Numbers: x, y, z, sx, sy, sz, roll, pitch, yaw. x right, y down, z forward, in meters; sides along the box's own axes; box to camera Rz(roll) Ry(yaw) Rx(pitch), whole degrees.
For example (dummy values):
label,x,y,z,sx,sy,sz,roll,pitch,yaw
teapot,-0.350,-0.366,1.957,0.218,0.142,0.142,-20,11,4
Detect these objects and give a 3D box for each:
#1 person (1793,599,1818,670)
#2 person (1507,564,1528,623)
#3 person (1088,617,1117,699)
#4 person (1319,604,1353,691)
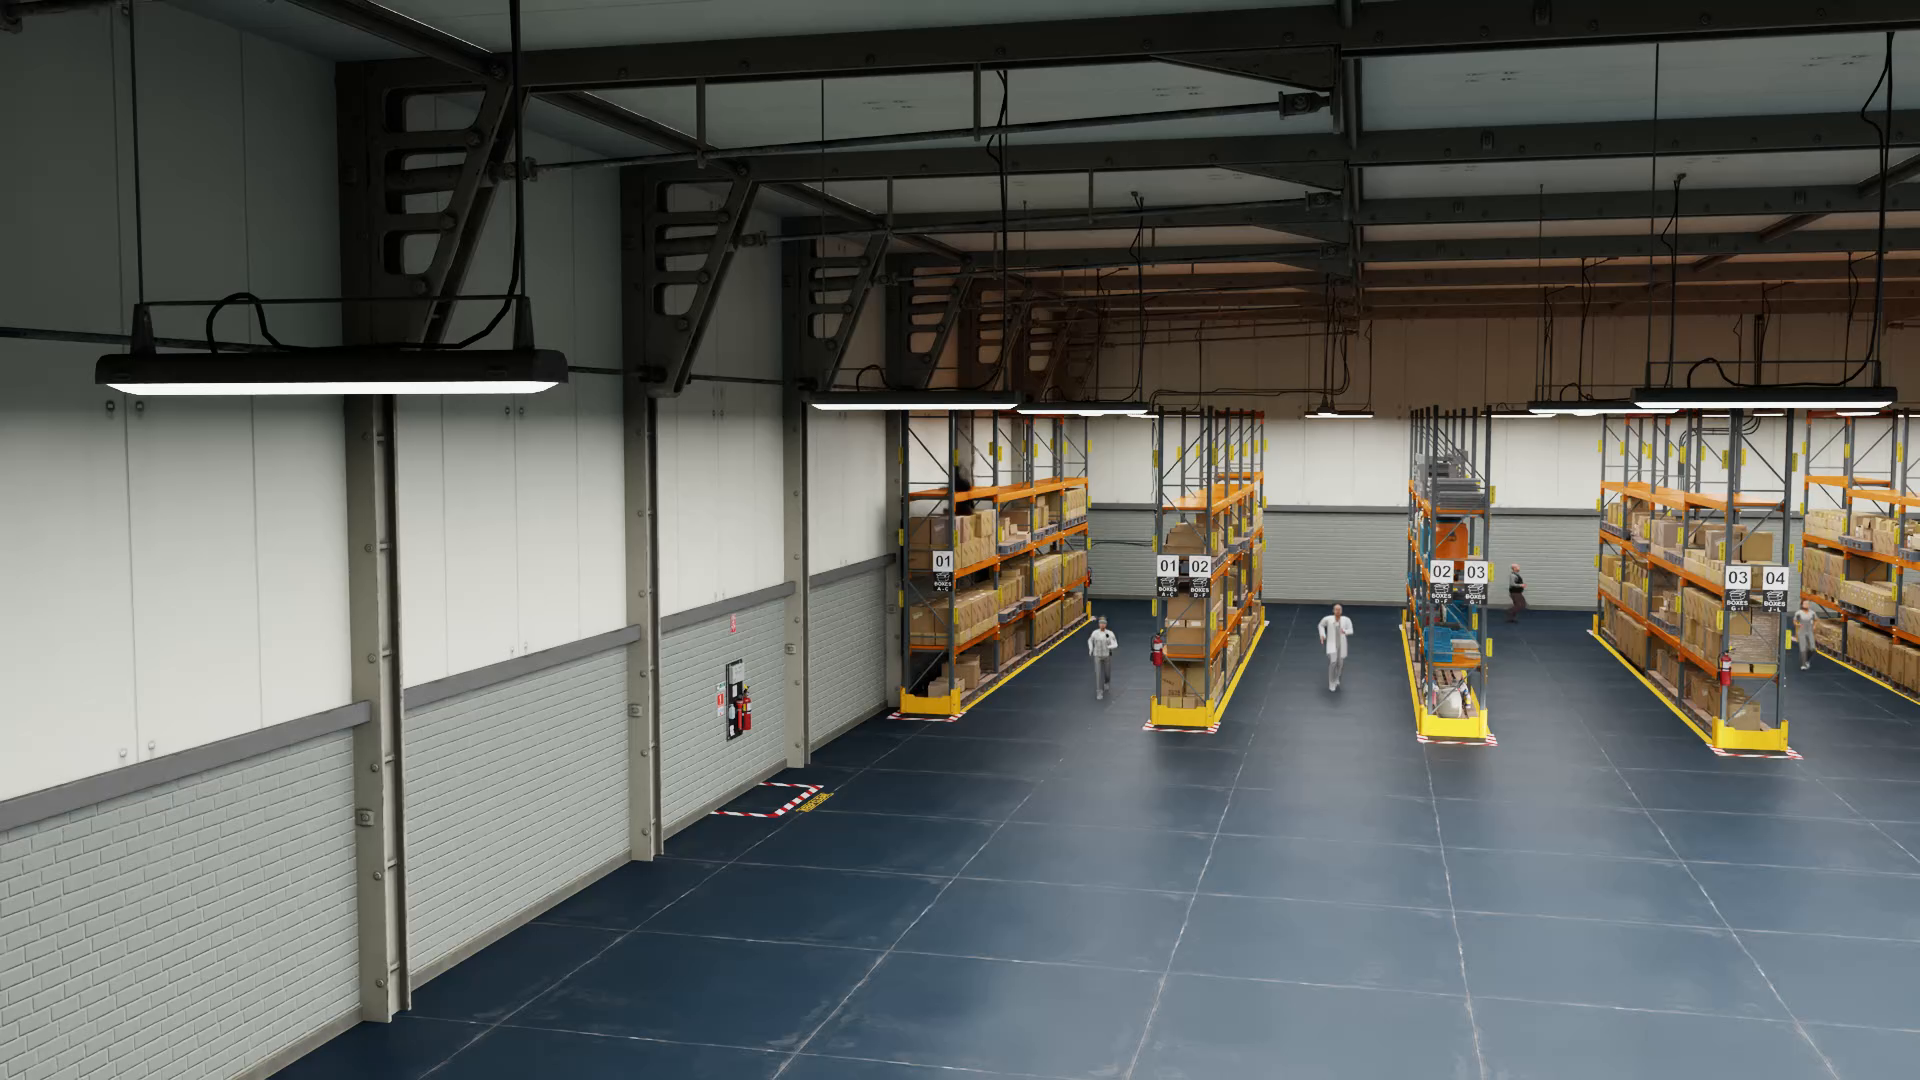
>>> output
label,x,y,z,sx,sy,sz,roll,pitch,yaw
person,19.371,2.167,38.053,0.554,1.627,0.548,1,4,15
person,15.773,1.502,46.977,0.590,1.677,0.648,2,5,30
person,2.941,2.410,34.392,0.624,1.669,0.836,1,4,8
person,8.040,2.340,35.514,0.668,1.747,0.825,0,4,0
